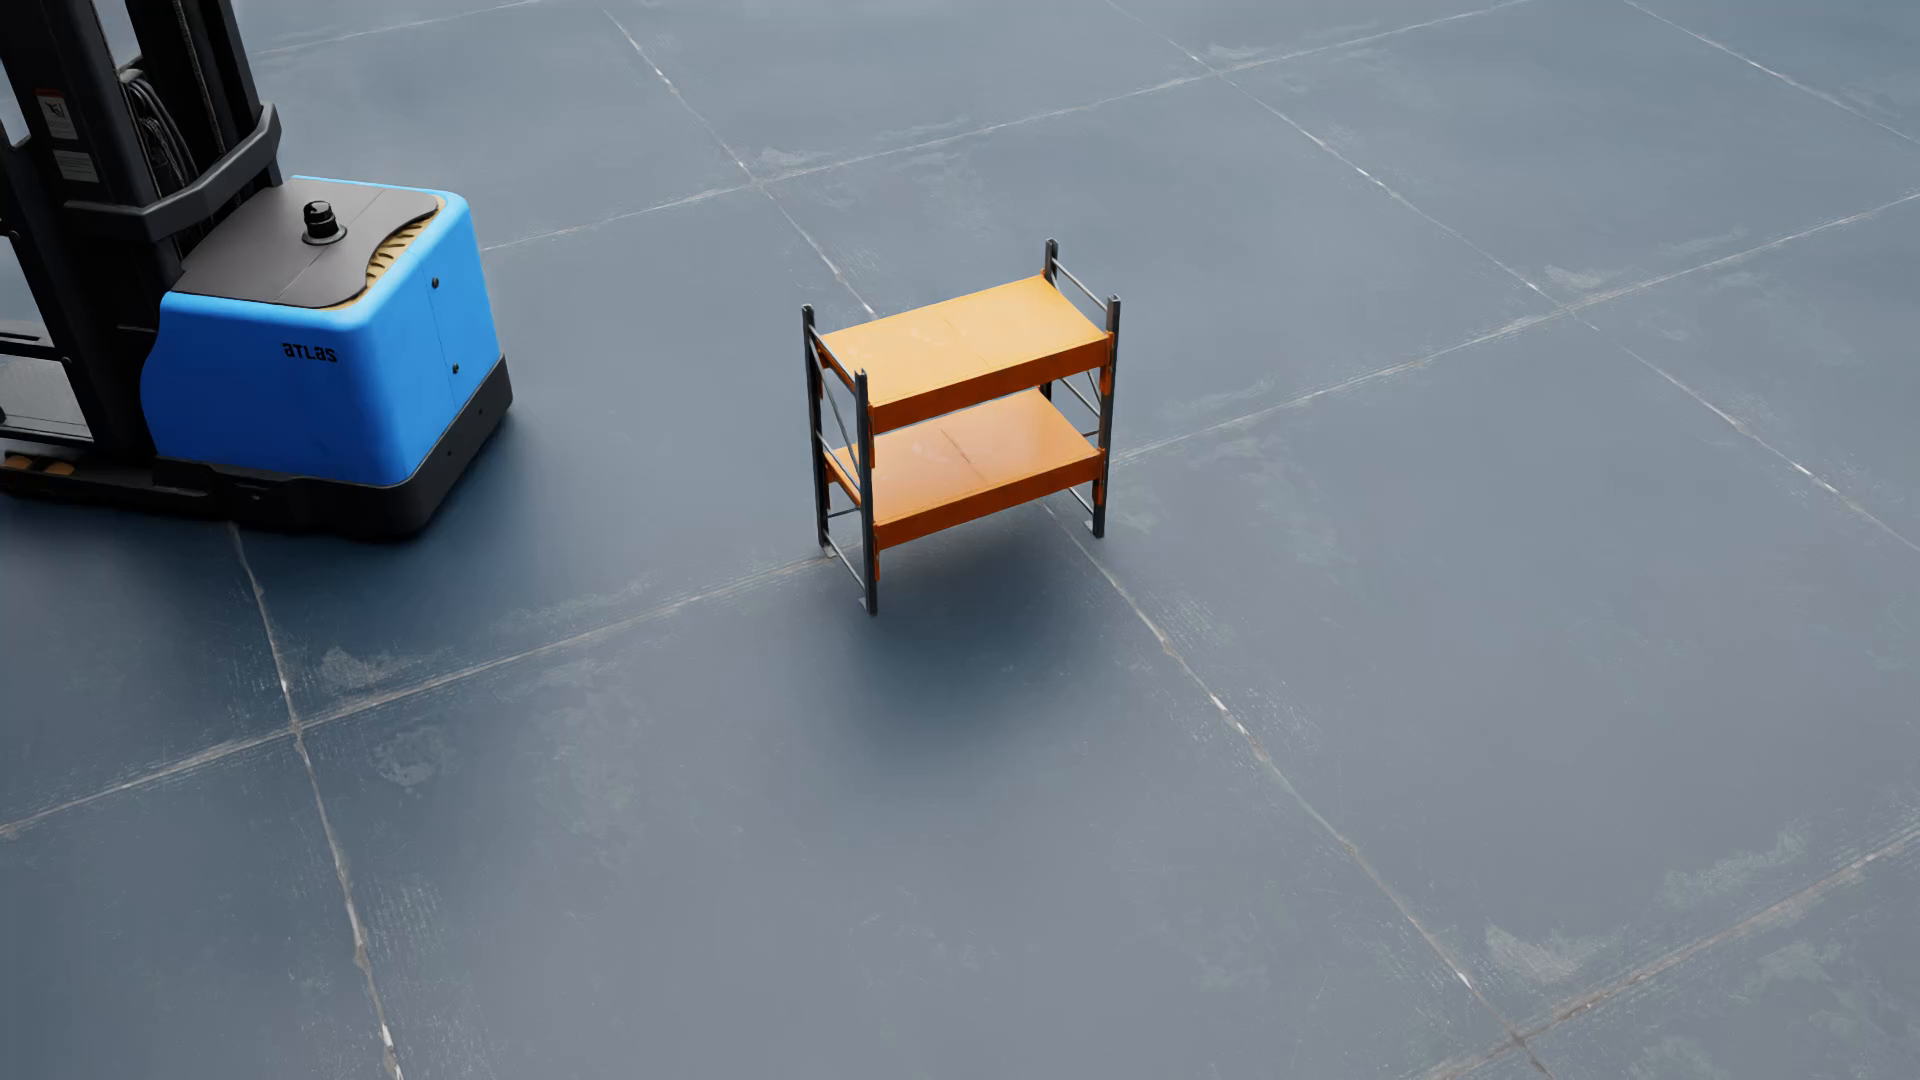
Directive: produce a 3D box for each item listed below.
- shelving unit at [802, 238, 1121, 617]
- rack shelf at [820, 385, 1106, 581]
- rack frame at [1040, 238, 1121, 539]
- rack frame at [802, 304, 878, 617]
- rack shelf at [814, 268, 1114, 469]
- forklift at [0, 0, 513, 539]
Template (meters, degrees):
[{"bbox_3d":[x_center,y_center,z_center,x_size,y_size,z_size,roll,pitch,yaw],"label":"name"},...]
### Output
[{"bbox_3d":[0.006,-0.431,6.389,1.048,1.125,0.538,-19,44,-21],"label":"shelving unit"},{"bbox_3d":[0.006,-0.245,6.547,1.000,0.278,0.538,-19,44,-21],"label":"rack shelf"},{"bbox_3d":[0.457,-0.583,6.568,0.032,1.125,0.500,-19,44,-21],"label":"rack frame"},{"bbox_3d":[-0.445,-0.280,6.210,0.032,1.125,0.500,-19,44,-21],"label":"rack frame"},{"bbox_3d":[0.006,-0.655,6.200,1.000,0.278,0.538,-19,44,-21],"label":"rack shelf"},{"bbox_3d":[-3.551,-1.606,6.378,3.031,2.935,1.130,8,41,9],"label":"forklift"}]
